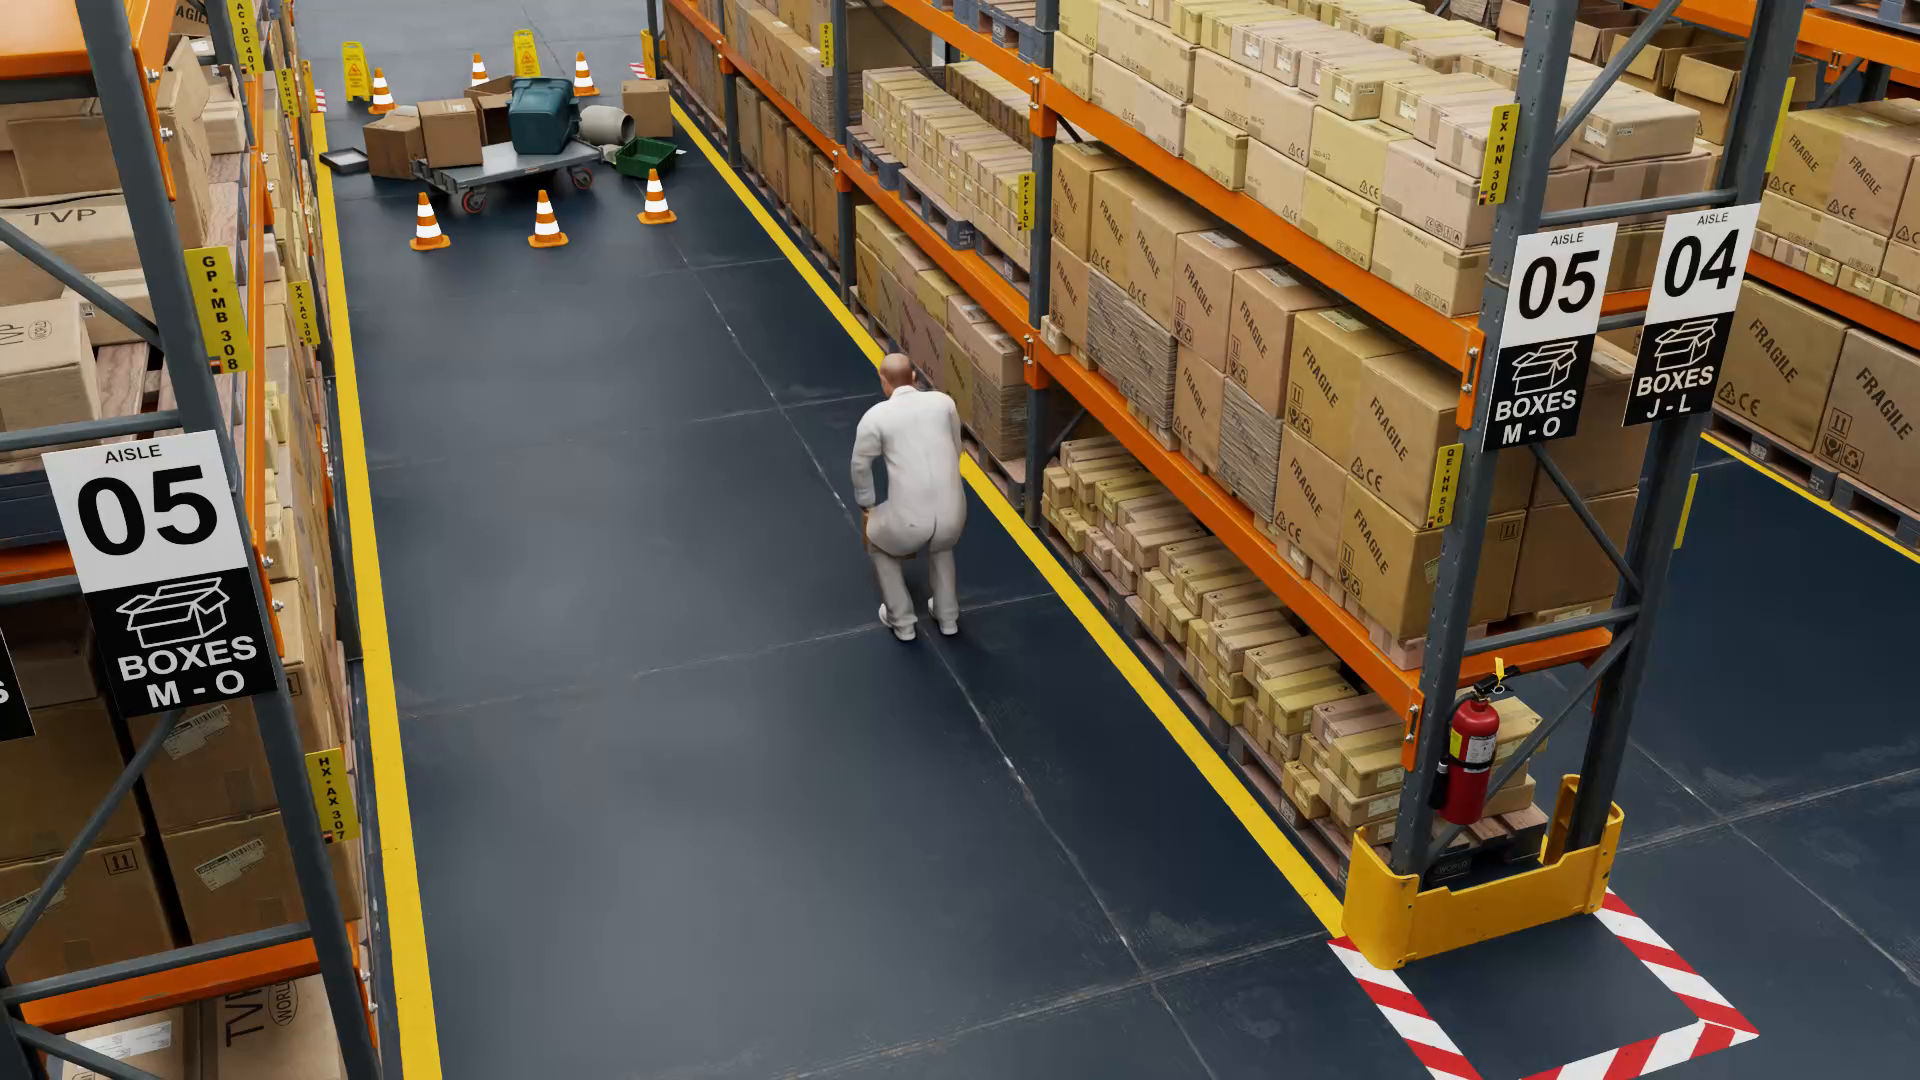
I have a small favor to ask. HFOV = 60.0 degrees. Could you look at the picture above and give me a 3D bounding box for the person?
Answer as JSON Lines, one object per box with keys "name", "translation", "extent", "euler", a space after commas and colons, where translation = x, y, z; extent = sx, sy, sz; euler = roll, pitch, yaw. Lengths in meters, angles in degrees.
{"name": "person", "translation": [-0.262, -0.207, 8.957], "extent": [0.625, 1.564, 0.612], "euler": [-10, 31, -17]}
